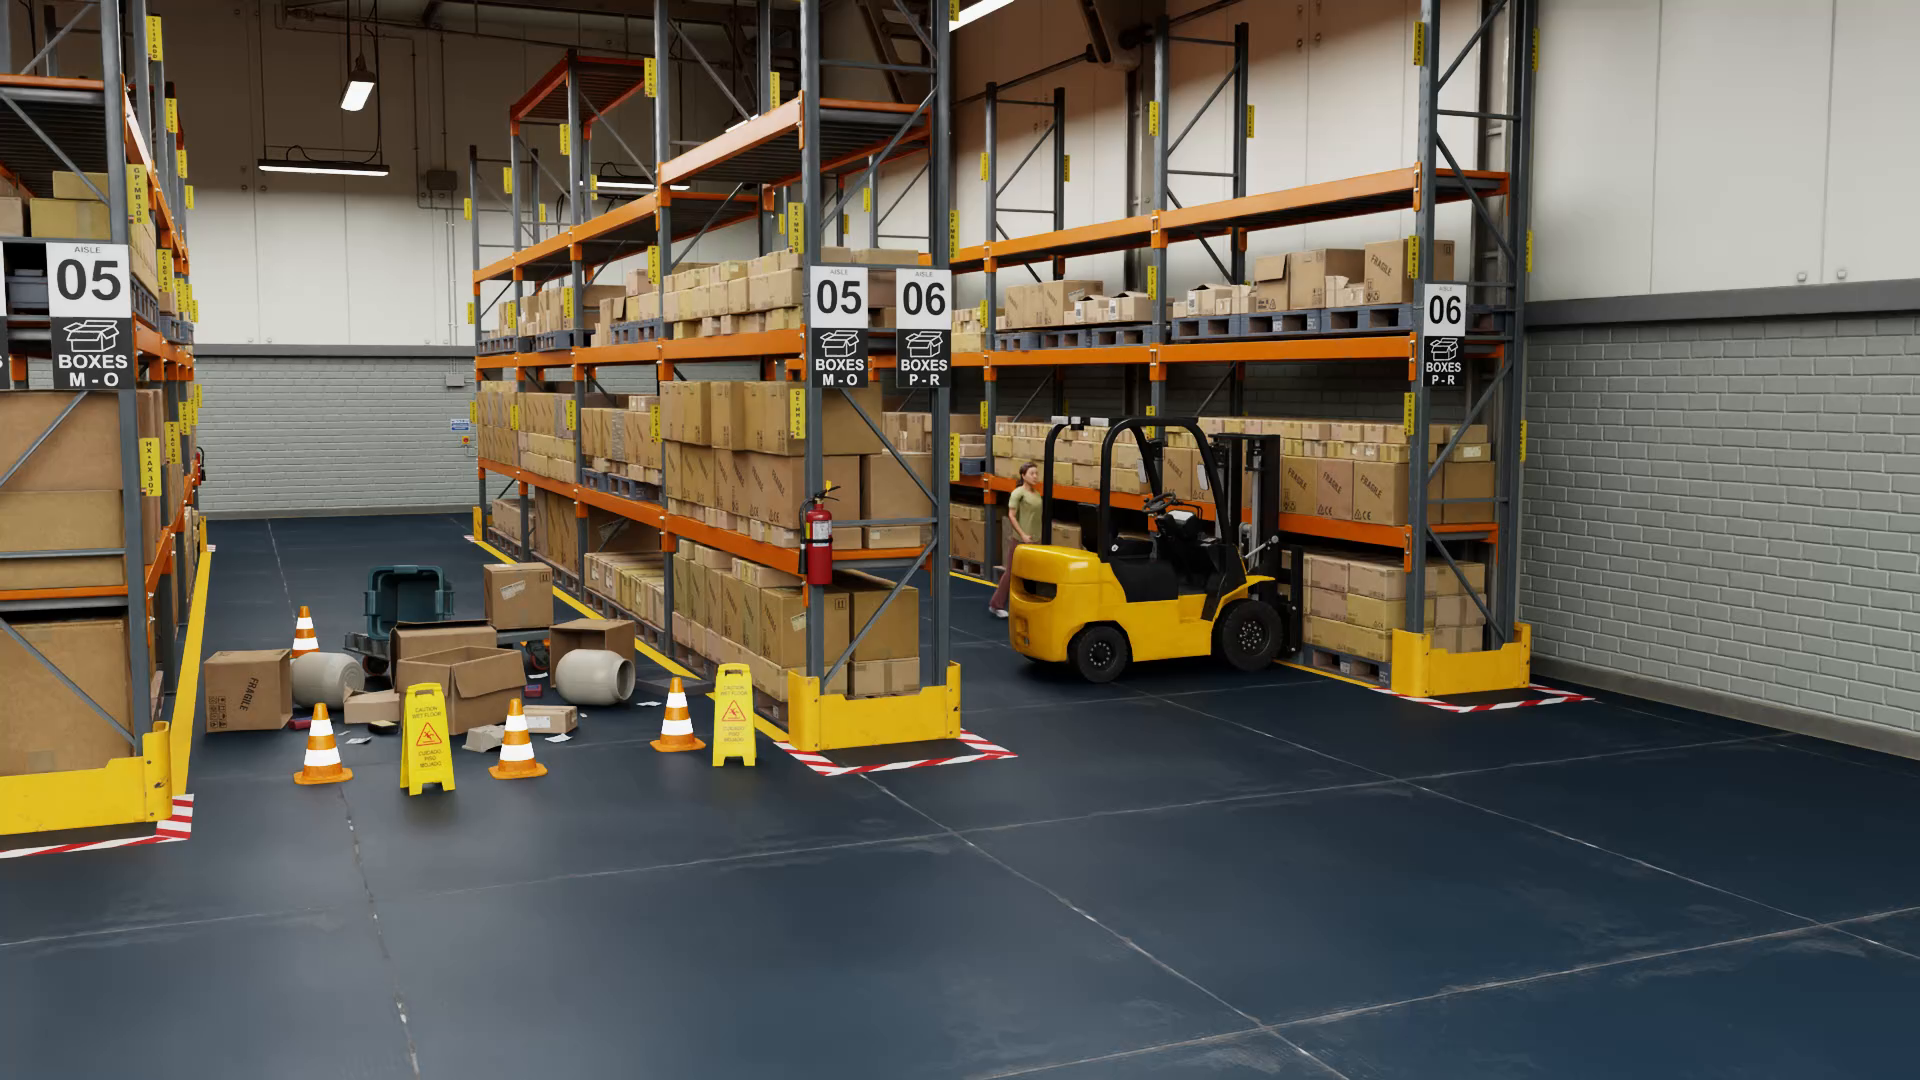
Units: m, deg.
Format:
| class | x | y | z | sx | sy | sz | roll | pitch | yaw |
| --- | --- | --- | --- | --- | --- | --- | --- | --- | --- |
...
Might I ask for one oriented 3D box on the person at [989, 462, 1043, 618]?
| class | x | y | z | sx | sy | sz | roll | pitch | yaw |
| --- | --- | --- | --- | --- | --- | --- | --- | --- | --- |
| person | 0.770 | 0.136 | 17.032 | 0.527 | 1.360 | 1.028 | -5 | 7 | -40 |
